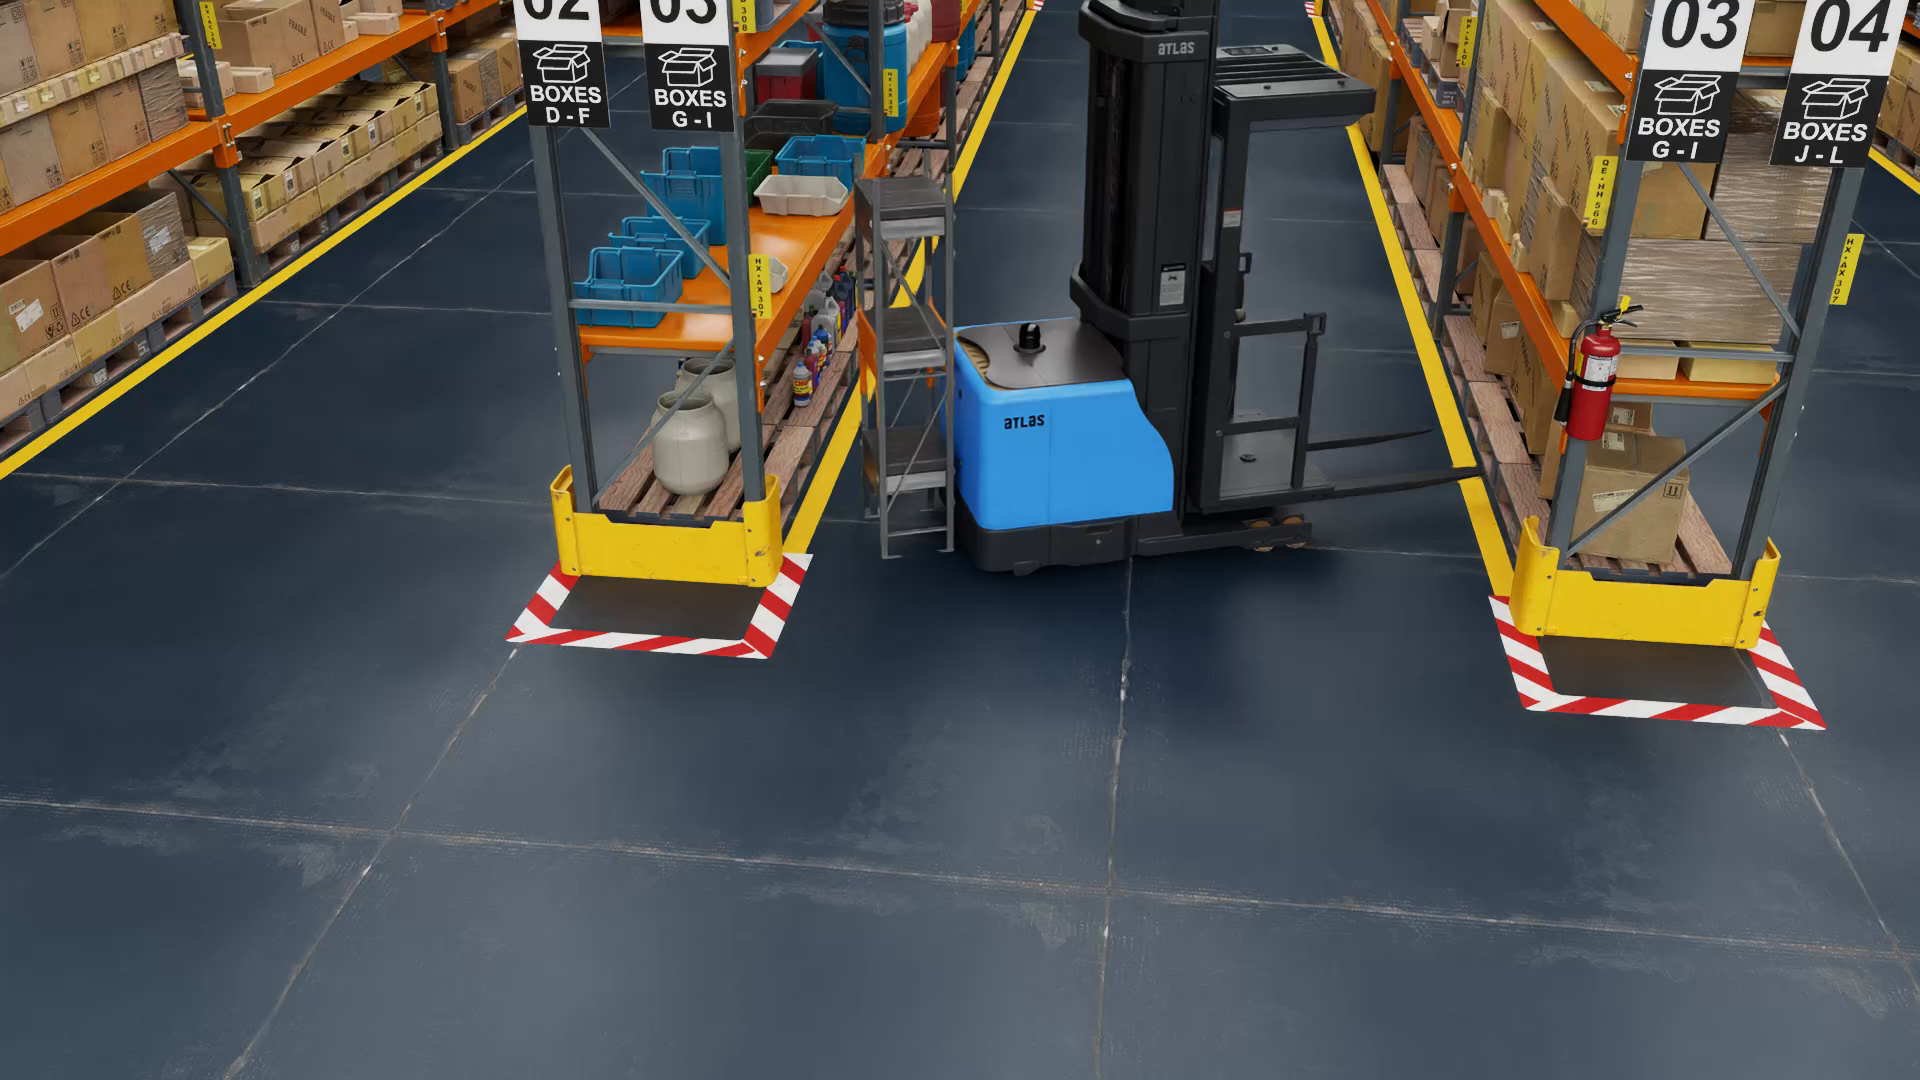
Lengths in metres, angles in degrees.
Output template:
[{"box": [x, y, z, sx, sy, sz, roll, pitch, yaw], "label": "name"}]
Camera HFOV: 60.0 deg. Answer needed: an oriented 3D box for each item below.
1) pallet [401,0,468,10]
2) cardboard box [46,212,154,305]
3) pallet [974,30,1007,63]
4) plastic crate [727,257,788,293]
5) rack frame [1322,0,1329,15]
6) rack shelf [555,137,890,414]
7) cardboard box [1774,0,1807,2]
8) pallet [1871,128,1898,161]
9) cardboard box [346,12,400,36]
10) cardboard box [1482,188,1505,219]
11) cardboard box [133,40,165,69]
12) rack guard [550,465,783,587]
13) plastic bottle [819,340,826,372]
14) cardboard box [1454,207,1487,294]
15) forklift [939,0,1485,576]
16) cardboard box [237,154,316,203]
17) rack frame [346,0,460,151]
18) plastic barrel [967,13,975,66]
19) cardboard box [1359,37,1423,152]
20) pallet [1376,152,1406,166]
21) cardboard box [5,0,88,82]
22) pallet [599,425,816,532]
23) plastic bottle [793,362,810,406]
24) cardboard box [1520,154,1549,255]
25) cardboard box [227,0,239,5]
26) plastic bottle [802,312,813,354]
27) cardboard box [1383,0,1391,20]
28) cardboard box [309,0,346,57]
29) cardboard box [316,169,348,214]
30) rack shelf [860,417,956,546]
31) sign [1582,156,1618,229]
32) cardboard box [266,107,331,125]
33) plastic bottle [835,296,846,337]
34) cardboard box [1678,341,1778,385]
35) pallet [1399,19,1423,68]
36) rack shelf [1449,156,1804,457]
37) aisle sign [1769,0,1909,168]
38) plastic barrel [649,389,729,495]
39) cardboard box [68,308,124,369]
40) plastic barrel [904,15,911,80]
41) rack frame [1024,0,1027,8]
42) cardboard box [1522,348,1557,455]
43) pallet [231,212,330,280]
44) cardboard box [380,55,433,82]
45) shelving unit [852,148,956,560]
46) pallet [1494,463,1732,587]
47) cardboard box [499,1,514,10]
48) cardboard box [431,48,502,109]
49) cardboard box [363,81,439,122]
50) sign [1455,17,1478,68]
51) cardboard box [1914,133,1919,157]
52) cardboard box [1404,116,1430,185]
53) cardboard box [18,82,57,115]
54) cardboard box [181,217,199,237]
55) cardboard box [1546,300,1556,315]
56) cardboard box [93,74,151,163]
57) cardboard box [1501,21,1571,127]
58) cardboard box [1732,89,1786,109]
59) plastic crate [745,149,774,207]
[{"box": [-5.439, -5.438, 16.384, 1.213, 0.211, 1.003, 3, 28, 6], "label": "pallet"}, {"box": [-5.912, -1.920, 11.317, 0.500, 0.500, 0.500, 3, 28, 6], "label": "cardboard box"}, {"box": [0.005, -5.914, 20.004, 1.003, 0.211, 1.213, 3, 28, 6], "label": "pallet"}, {"box": [-1.088, -1.431, 9.021, 0.298, 0.136, 0.250, 3, 28, 6], "label": "plastic crate"}, {"box": [5.359, -8.388, 21.657, 1.000, 3.000, 0.127, 3, 28, 6], "label": "rack frame"}, {"box": [-1.272, -1.769, 10.129, 1.077, 0.370, 4.000, 3, 28, 6], "label": "rack shelf"}, {"box": [3.662, -2.403, 7.122, 0.380, 0.149, 0.250, 3, 28, 6], "label": "cardboard box"}, {"box": [9.539, -3.999, 16.451, 1.003, 0.211, 1.213, 3, 28, 6], "label": "pallet"}, {"box": [-5.288, -4.650, 14.983, 0.380, 0.149, 0.250, 3, 28, 6], "label": "cardboard box"}, {"box": [3.425, -2.075, 10.204, 0.380, 0.149, 0.250, 3, 28, 6], "label": "cardboard box"}, {"box": [-5.795, -3.390, 11.590, 0.380, 0.149, 0.250, 3, 28, 5], "label": "cardboard box"}, {"box": [-1.554, -0.082, 8.876, 1.175, 0.500, 0.348, 3, 28, 6], "label": "rack guard"}, {"box": [-0.919, -1.196, 10.795, 0.097, 0.201, 0.097, 0, 28, 0], "label": "plastic bottle"}, {"box": [3.986, -2.120, 12.195, 0.700, 0.500, 0.500, 1, 28, 2], "label": "cardboard box"}, {"box": [1.451, -1.461, 8.871, 3.031, 2.935, 1.130, -7, 29, -12], "label": "forklift"}, {"box": [-5.578, -2.953, 13.434, 0.500, 0.311, 0.500, 3, 28, 6], "label": "cardboard box"}, {"box": [-5.452, -5.200, 15.739, 1.000, 3.000, 0.127, 3, 28, 6], "label": "rack frame"}, {"box": [-0.130, -5.799, 18.621, 0.600, 0.901, 0.708, 3, 28, 6], "label": "plastic barrel"}, {"box": [4.484, -4.195, 15.672, 1.225, 0.875, 0.875, 2, 28, 4], "label": "cardboard box"}, {"box": [4.551, -3.761, 16.009, 1.003, 0.211, 1.213, 3, 28, 6], "label": "pallet"}, {"box": [-6.113, -3.249, 10.645, 0.700, 0.500, 0.500, 3, 28, 6], "label": "cardboard box"}, {"box": [-1.449, -0.337, 9.653, 1.003, 0.211, 1.213, 3, 28, 6], "label": "pallet"}, {"box": [-0.985, -0.972, 10.305, 0.097, 0.271, 0.097, 0, 28, 0], "label": "plastic bottle"}, {"box": [3.540, -1.764, 8.942, 0.875, 0.500, 0.500, 3, 28, 6], "label": "cardboard box"}, {"box": [-9.621, -7.035, 21.339, 0.700, 0.500, 0.500, 3, 28, 6], "label": "cardboard box"}, {"box": [-1.012, -1.392, 11.072, 0.061, 0.283, 0.133, 3, 28, 6], "label": "plastic bottle"}, {"box": [4.261, -5.147, 15.536, 0.500, 0.500, 0.500, 3, 28, 6], "label": "cardboard box"}, {"box": [-5.641, -4.453, 14.247, 0.500, 0.500, 0.500, 2, 28, 3], "label": "cardboard box"}, {"box": [-5.522, -2.951, 14.022, 0.500, 0.250, 0.500, 3, 28, 5], "label": "cardboard box"}, {"box": [-0.290, -0.327, 9.148, 0.431, 0.518, 0.480, -7, 29, -12], "label": "rack shelf"}, {"box": [2.851, -1.547, 7.405, 0.100, 0.325, 0.005, 3, 28, 6], "label": "sign"}, {"box": [-5.928, -3.704, 14.827, 0.500, 0.311, 0.500, 3, 28, 5], "label": "cardboard box"}, {"box": [-0.822, -1.536, 11.338, 0.061, 0.283, 0.133, 5, 29, 10], "label": "plastic bottle"}, {"box": [3.670, -0.866, 7.960, 0.380, 0.149, 0.250, 3, 28, 6], "label": "cardboard box"}, {"box": [4.398, -4.196, 14.078, 1.213, 0.211, 1.003, 3, 28, 6], "label": "pallet"}, {"box": [3.644, -1.481, 9.595, 1.077, 0.370, 4.000, 3, 28, 6], "label": "rack shelf"}, {"box": [3.689, -1.954, 6.974, 0.394, 0.787, 0.004, 3, 28, 6], "label": "aisle sign"}, {"box": [-1.512, -0.548, 9.285, 0.421, 0.512, 0.421, 0, 28, 0], "label": "plastic barrel"}, {"box": [-5.960, -1.354, 11.057, 0.500, 0.250, 0.500, 3, 28, 6], "label": "cardboard box"}, {"box": [-0.602, -3.870, 13.127, 0.433, 0.535, 0.433, 0, 28, 0], "label": "plastic barrel"}, {"box": [0.444, -8.676, 22.191, 1.000, 3.000, 0.127, 3, 28, 6], "label": "rack frame"}, {"box": [3.627, -0.811, 9.785, 0.500, 0.500, 0.500, 6, 29, 11], "label": "cardboard box"}, {"box": [-5.891, -2.438, 13.553, 1.003, 0.211, 1.213, 3, 28, 6], "label": "pallet"}, {"box": [-5.570, -4.747, 17.070, 0.500, 0.500, 0.500, 4, 29, 8], "label": "cardboard box"}, {"box": [-0.290, -0.955, 8.809, 0.431, 2.100, 0.503, -7, 29, -12], "label": "shelving unit"}, {"box": [3.543, -0.045, 9.111, 1.003, 0.211, 1.213, 3, 28, 6], "label": "pallet"}, {"box": [-5.263, -5.962, 19.326, 0.500, 0.500, 0.500, 2, 28, 4], "label": "cardboard box"}, {"box": [-5.054, -4.737, 17.052, 0.500, 0.500, 0.500, 2, 28, 4], "label": "cardboard box"}, {"box": [-5.272, -4.160, 15.674, 0.500, 0.311, 0.500, 4, 29, 8], "label": "cardboard box"}, {"box": [3.338, -3.280, 10.954, 0.100, 0.325, 0.005, 3, 28, 6], "label": "sign"}, {"box": [9.111, -3.696, 15.140, 0.500, 0.500, 0.500, 3, 28, 6], "label": "cardboard box"}, {"box": [4.317, -3.399, 14.568, 0.700, 0.500, 0.500, 2, 28, 4], "label": "cardboard box"}, {"box": [-5.950, -2.783, 10.464, 0.380, 0.149, 0.250, 4, 29, 8], "label": "cardboard box"}, {"box": [-6.179, -2.503, 13.190, 0.500, 0.250, 0.500, 3, 28, 6], "label": "cardboard box"}, {"box": [3.286, -1.247, 8.667, 0.380, 0.149, 0.250, 3, 28, 6], "label": "cardboard box"}, {"box": [-6.048, -2.903, 11.370, 0.700, 0.500, 0.500, 3, 28, 6], "label": "cardboard box"}, {"box": [3.460, -2.687, 9.601, 0.500, 0.500, 0.500, 3, 28, 6], "label": "cardboard box"}, {"box": [3.805, -1.950, 8.233, 0.500, 0.500, 0.500, 3, 28, 6], "label": "cardboard box"}, {"box": [-1.473, -2.311, 10.601, 0.450, 0.188, 0.662, 3, 28, 6], "label": "plastic crate"}]
